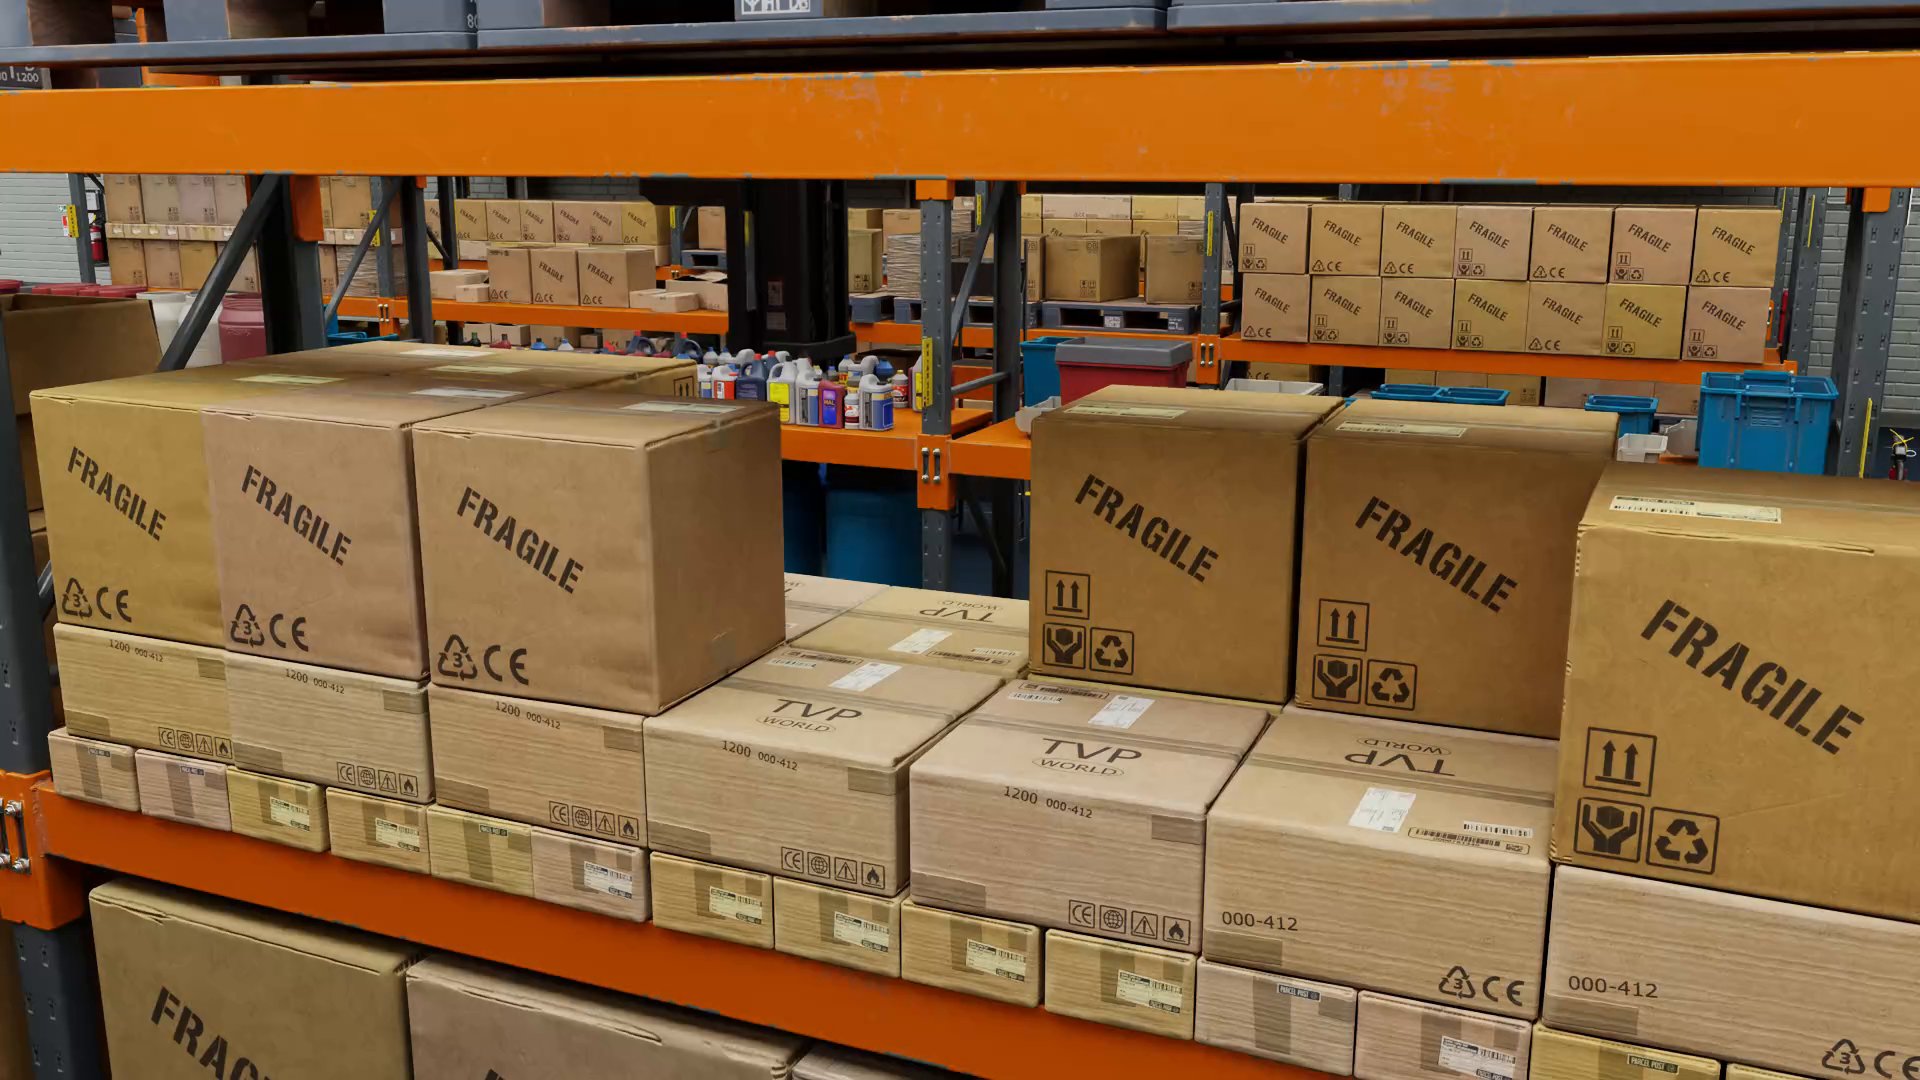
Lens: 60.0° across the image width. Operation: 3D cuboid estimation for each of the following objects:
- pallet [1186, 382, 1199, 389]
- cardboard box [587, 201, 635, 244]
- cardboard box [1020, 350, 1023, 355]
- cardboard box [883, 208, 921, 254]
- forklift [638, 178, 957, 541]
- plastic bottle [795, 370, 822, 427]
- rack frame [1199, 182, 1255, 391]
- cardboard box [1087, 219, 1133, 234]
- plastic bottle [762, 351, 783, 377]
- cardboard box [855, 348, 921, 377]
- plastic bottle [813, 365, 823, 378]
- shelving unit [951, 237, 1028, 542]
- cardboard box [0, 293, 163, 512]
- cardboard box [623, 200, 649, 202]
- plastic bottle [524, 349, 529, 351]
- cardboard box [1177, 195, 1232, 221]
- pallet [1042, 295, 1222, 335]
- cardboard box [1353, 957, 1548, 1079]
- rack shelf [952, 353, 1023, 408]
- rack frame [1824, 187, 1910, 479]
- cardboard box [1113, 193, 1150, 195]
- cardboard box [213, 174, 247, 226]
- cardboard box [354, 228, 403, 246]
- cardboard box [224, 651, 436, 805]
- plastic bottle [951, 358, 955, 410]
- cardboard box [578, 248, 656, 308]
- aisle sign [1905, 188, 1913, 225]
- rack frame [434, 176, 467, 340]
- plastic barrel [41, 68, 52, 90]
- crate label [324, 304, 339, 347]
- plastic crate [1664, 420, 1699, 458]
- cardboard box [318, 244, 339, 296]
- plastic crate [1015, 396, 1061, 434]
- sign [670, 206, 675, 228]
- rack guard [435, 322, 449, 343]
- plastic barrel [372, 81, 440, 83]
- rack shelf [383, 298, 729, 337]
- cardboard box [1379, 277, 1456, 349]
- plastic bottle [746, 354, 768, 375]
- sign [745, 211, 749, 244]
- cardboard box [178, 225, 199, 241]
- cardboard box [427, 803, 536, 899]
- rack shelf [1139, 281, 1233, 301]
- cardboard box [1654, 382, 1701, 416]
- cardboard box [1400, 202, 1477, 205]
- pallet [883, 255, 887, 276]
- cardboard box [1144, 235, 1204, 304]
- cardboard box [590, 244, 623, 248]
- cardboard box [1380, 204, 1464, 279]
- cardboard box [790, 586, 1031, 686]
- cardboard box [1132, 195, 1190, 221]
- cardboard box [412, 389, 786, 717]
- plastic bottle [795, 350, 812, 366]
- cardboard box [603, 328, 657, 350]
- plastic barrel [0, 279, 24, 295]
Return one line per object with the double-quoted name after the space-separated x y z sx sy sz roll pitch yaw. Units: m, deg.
2.225 -1.669 18.407 1.213 0.211 1.003 6 14 23 "pallet"
-4.250 -3.925 20.558 0.500 0.500 0.500 6 14 23 "cardboard box"
1.043 -2.291 18.740 0.750 0.750 0.750 6 14 22 "cardboard box"
-0.532 -3.579 19.260 0.500 0.500 0.700 4 14 18 "cardboard box"
-1.597 -1.535 11.879 3.031 2.935 1.130 4 14 18 "forklift"
-0.757 -0.732 8.579 0.135 0.276 0.152 6 14 23 "plastic bottle"
2.078 -1.824 12.961 0.127 3.000 1.000 6 14 23 "rack frame"
1.692 -3.237 18.071 0.500 0.500 0.500 6 14 23 "cardboard box"
-1.016 -0.829 8.831 0.185 0.351 0.144 6 14 23 "plastic bottle"
-0.576 -1.514 14.510 0.500 0.250 0.500 6 15 25 "cardboard box"
-0.809 -0.883 9.389 0.097 0.201 0.097 0 13 0 "plastic bottle"
0.151 -1.007 11.450 0.503 2.100 0.431 6 14 23 "shelving unit"
-2.526 -0.349 4.263 0.637 0.503 0.797 5 14 22 "cardboard box"
-4.050 -4.037 21.034 0.500 0.500 0.500 6 14 23 "cardboard box"
-2.649 -1.070 10.182 0.097 0.201 0.097 0 13 0 "plastic bottle"
2.620 -3.513 17.606 0.500 0.250 0.500 6 15 24 "cardboard box"
1.391 -1.827 13.395 1.213 0.211 1.003 6 14 23 "pallet"
0.791 0.726 2.645 0.250 0.149 0.380 6 14 23 "cardboard box"
0.151 -0.994 11.453 0.480 0.518 0.431 6 14 23 "rack shelf"
3.725 -0.419 6.976 0.127 3.000 1.000 6 14 23 "rack frame"
1.883 -3.713 18.455 0.500 0.250 0.500 5 14 22 "cardboard box"
-7.022 -3.423 16.719 0.500 0.500 0.700 6 14 23 "cardboard box"
-5.572 -2.909 15.947 0.250 0.149 0.380 6 14 23 "cardboard box"
-1.162 0.318 3.509 0.500 0.250 0.500 6 14 23 "cardboard box"
-0.095 -0.856 9.091 0.133 0.283 0.061 6 14 23 "plastic bottle"
-3.120 -2.394 15.174 0.500 0.500 0.500 5 14 20 "cardboard box"
3.672 -1.617 6.390 0.004 0.787 0.394 6 14 23 "aisle sign"
-6.891 -3.969 22.104 0.127 3.000 1.000 6 14 23 "rack frame"
-6.096 -3.172 11.043 0.600 0.901 0.600 0 13 0 "plastic barrel"
-4.388 -1.325 10.759 0.616 0.435 0.502 6 14 23 "crate label"
3.373 -0.459 7.590 0.298 0.136 0.250 6 14 23 "plastic crate"
-6.130 -2.700 16.476 0.500 0.500 0.700 6 14 23 "cardboard box"
0.435 -0.617 8.266 0.243 0.136 0.396 6 14 23 "plastic crate"
-3.447 -3.906 19.941 0.005 0.325 0.100 6 14 23 "sign"
-6.822 -2.745 22.359 0.348 0.500 1.175 6 14 23 "rack guard"
-3.072 -2.980 9.464 0.708 0.830 0.600 6 14 23 "plastic barrel"
-3.408 -2.029 15.409 4.000 0.370 1.077 6 14 23 "rack shelf"
3.359 -1.675 12.108 0.500 0.500 0.500 6 14 23 "cardboard box"
-1.109 -0.905 9.319 0.135 0.276 0.152 6 14 23 "plastic bottle"
-1.801 -2.641 13.911 0.005 0.325 0.100 6 14 23 "sign"
-7.678 -3.122 16.855 0.250 0.149 0.380 5 14 21 "cardboard box"
-0.846 0.560 3.351 0.250 0.149 0.380 6 14 22 "cardboard box"
2.252 -2.694 18.243 4.000 0.370 1.077 6 14 23 "rack shelf"
7.057 -1.520 16.219 0.500 0.500 0.700 6 14 23 "cardboard box"
3.575 -2.273 12.468 0.500 0.500 0.500 6 14 24 "cardboard box"
-0.271 -3.179 19.157 1.003 0.211 1.213 6 14 23 "pallet"
1.735 -2.167 13.287 0.500 0.500 0.700 1 13 4 "cardboard box"
-4.242 -3.564 20.662 0.500 0.250 0.500 6 14 23 "cardboard box"
3.336 -2.162 11.993 0.500 0.500 0.500 5 14 22 "cardboard box"
-0.026 0.301 3.581 0.500 0.250 0.500 5 14 22 "cardboard box"
2.154 -3.560 17.807 0.500 0.250 0.500 5 14 22 "cardboard box"
-0.679 0.000 3.223 0.500 0.500 0.500 5 14 21 "cardboard box"
-0.907 -0.938 9.441 0.133 0.283 0.061 6 14 23 "plastic bottle"
-4.199 -2.684 21.135 0.500 0.500 0.500 5 14 19 "cardboard box"
-6.461 -1.462 11.120 0.433 0.535 0.433 0 13 0 "plastic barrel"
